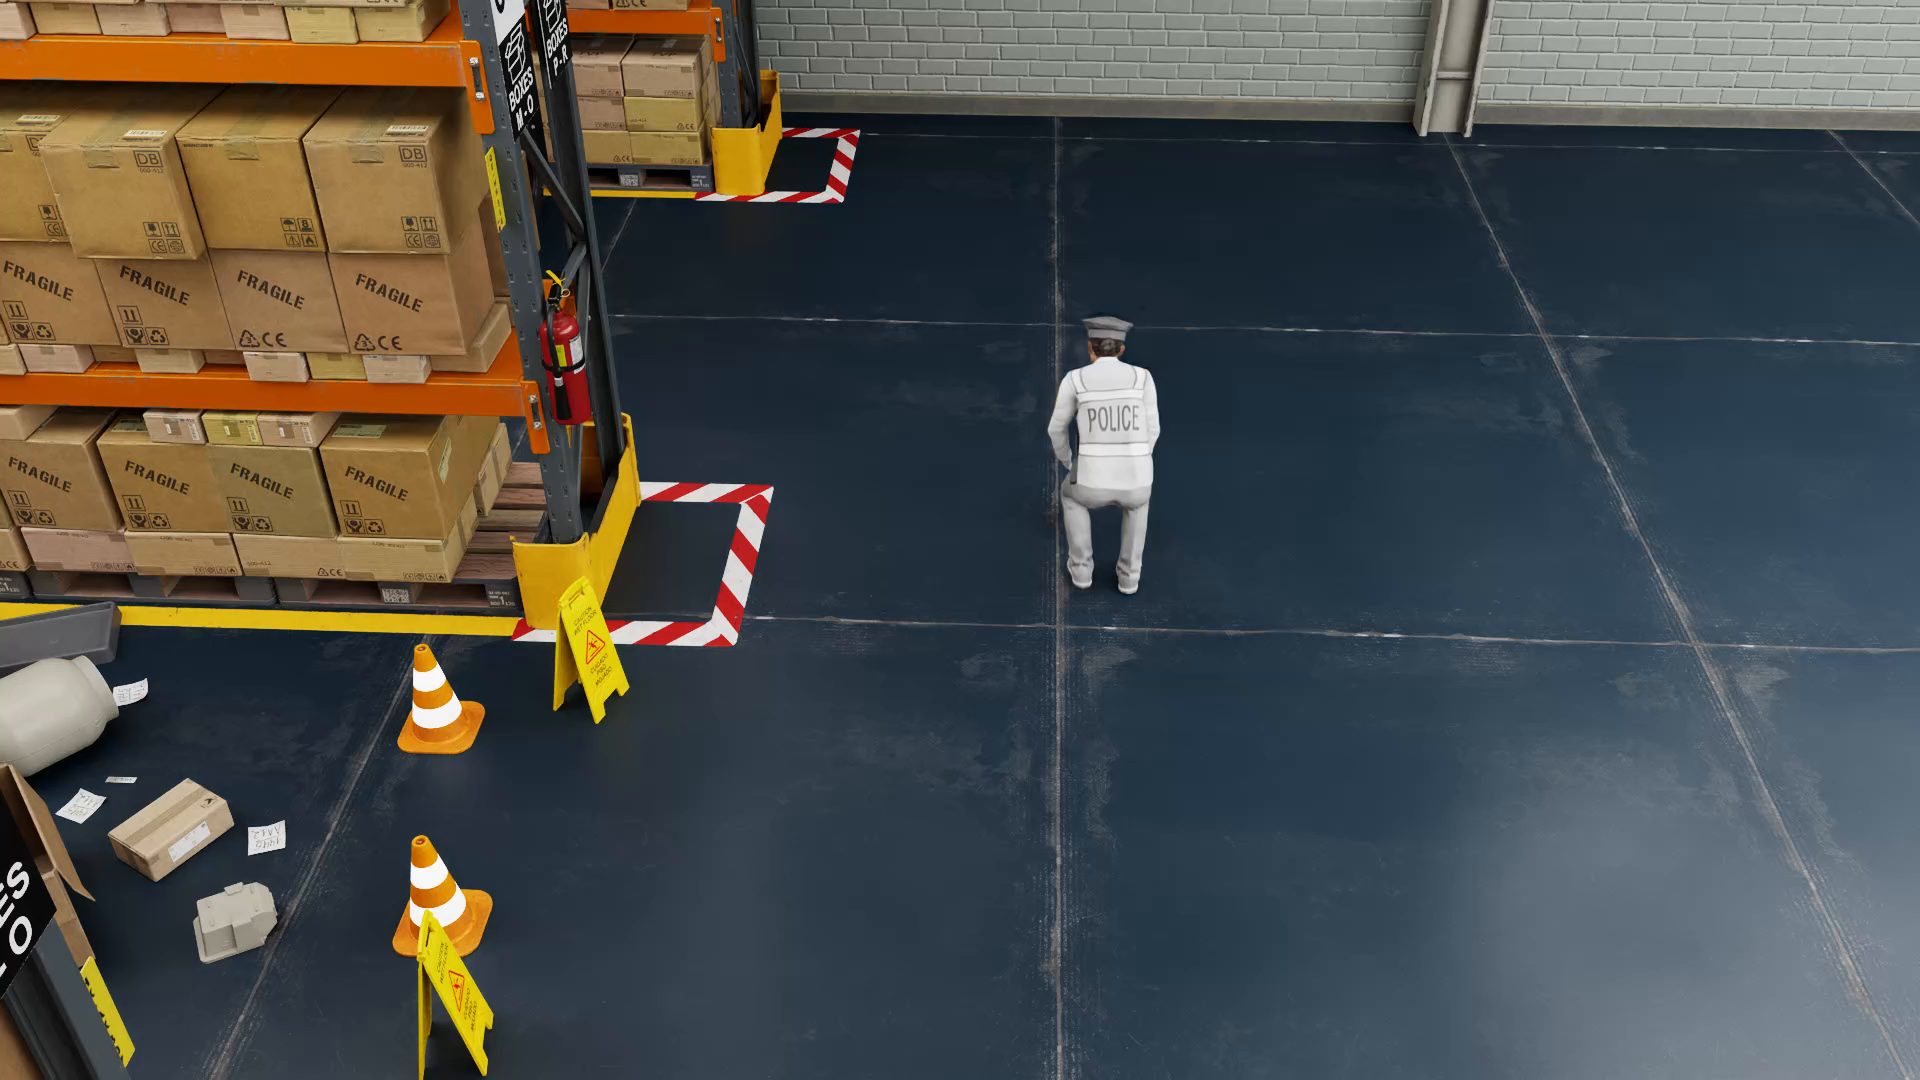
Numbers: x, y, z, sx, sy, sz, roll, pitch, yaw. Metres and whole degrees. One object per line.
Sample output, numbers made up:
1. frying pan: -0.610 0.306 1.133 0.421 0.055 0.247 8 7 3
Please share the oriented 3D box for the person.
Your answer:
1. person: 0.683 -0.382 7.942 0.534 1.322 0.736 1 36 2
